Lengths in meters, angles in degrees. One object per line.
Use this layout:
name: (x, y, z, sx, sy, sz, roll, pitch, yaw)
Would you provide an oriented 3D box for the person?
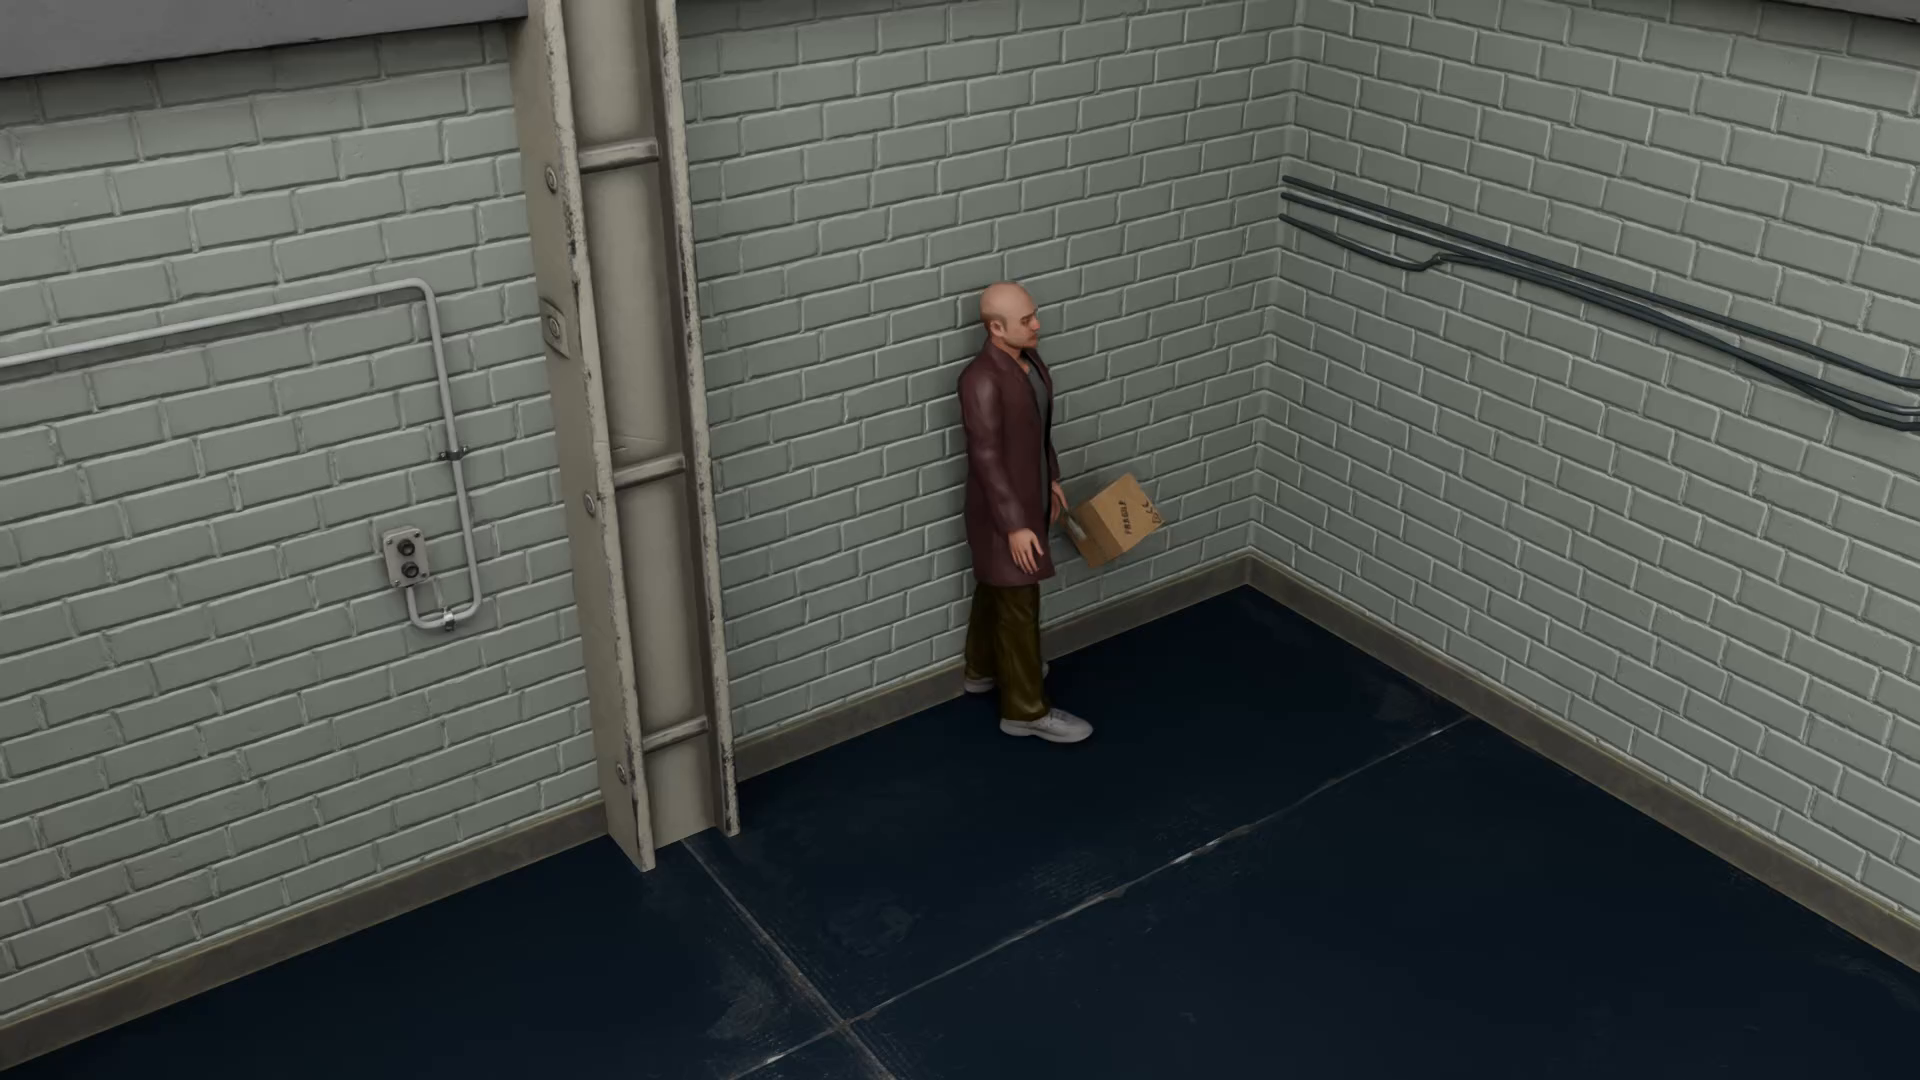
person: (0.278, -0.108, 6.301, 0.605, 1.780, 0.644, 8, 29, 15)
